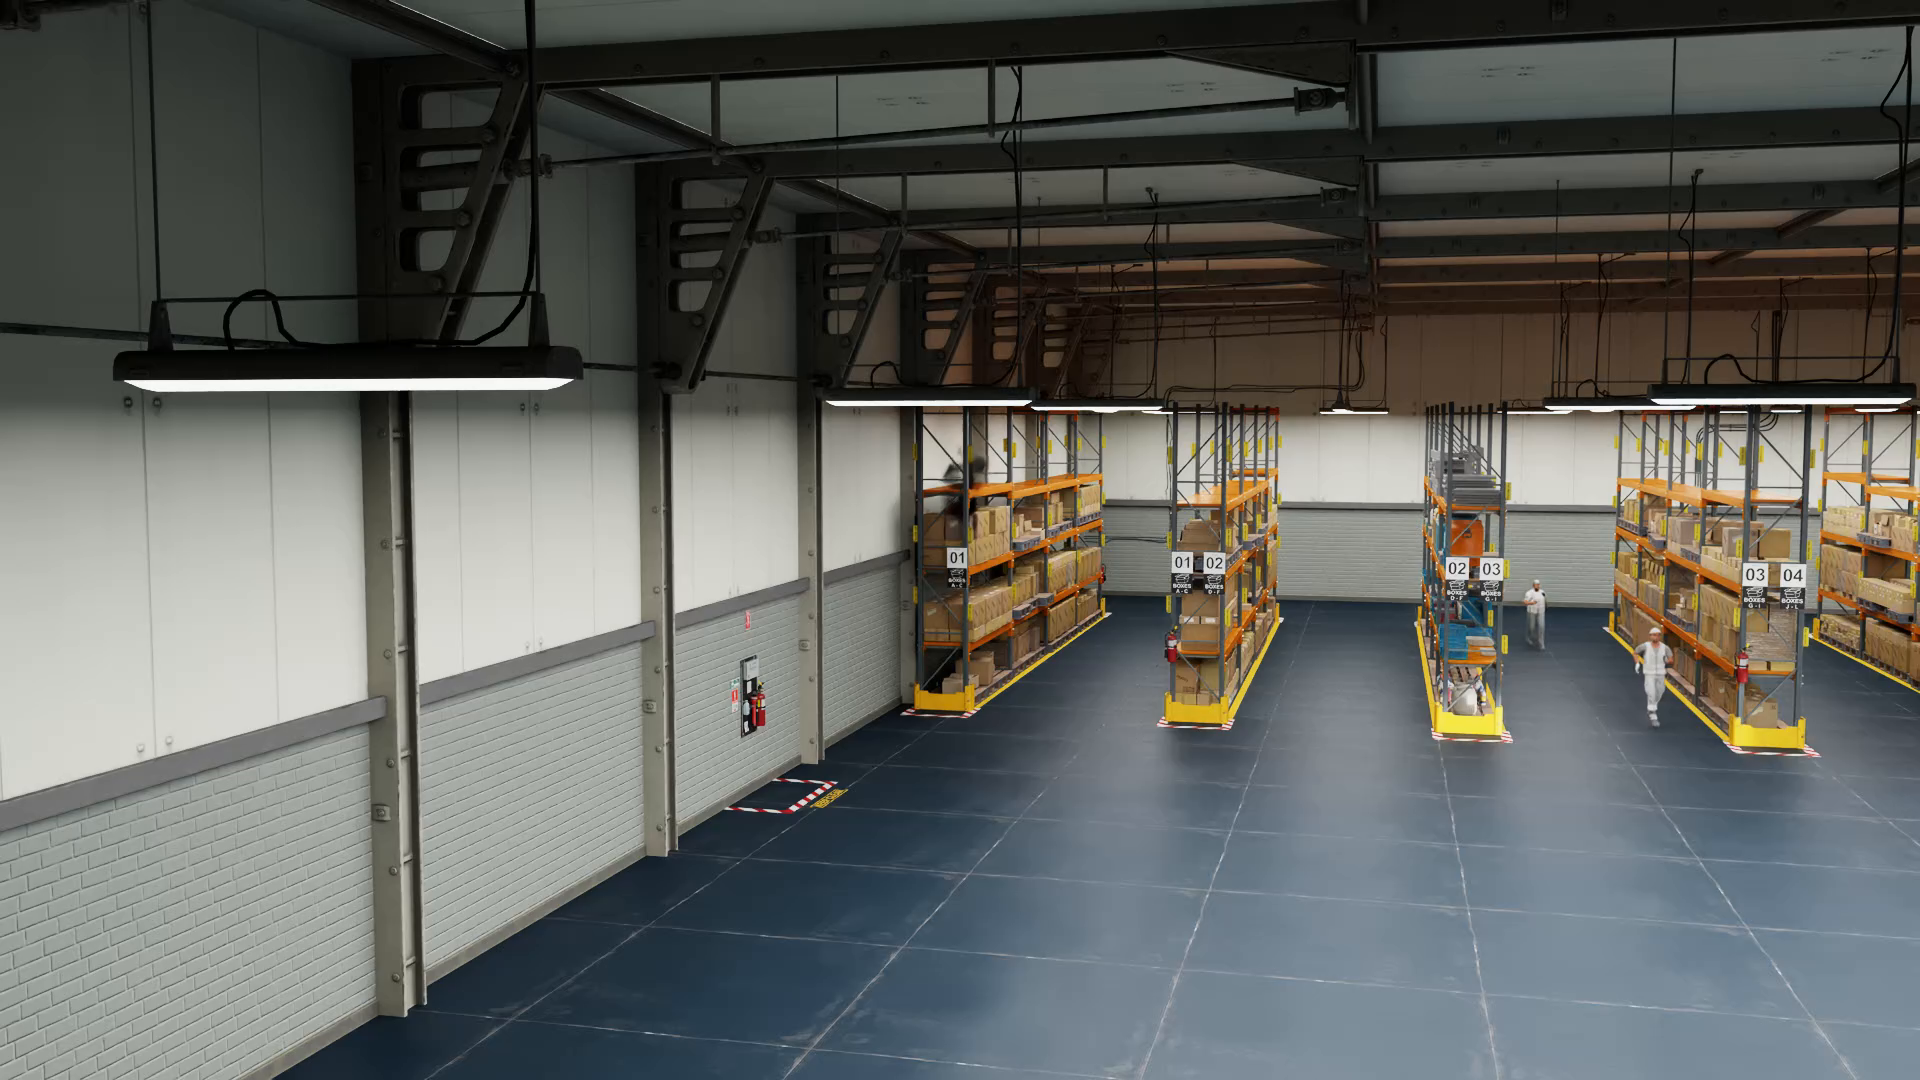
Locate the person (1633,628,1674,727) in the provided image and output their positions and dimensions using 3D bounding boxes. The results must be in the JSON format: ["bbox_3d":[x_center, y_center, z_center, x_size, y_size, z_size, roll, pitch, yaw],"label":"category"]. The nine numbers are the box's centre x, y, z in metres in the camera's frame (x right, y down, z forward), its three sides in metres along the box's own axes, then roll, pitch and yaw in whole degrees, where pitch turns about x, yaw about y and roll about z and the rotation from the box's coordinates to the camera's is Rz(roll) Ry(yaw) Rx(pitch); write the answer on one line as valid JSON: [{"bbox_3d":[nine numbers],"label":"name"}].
[{"bbox_3d":[12.904,2.514,30.919,0.650,1.774,1.002,0,4,5],"label":"person"}]

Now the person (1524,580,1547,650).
[{"bbox_3d":[14.276,1.829,41.241,0.598,1.691,0.874,0,4,3],"label":"person"}]
